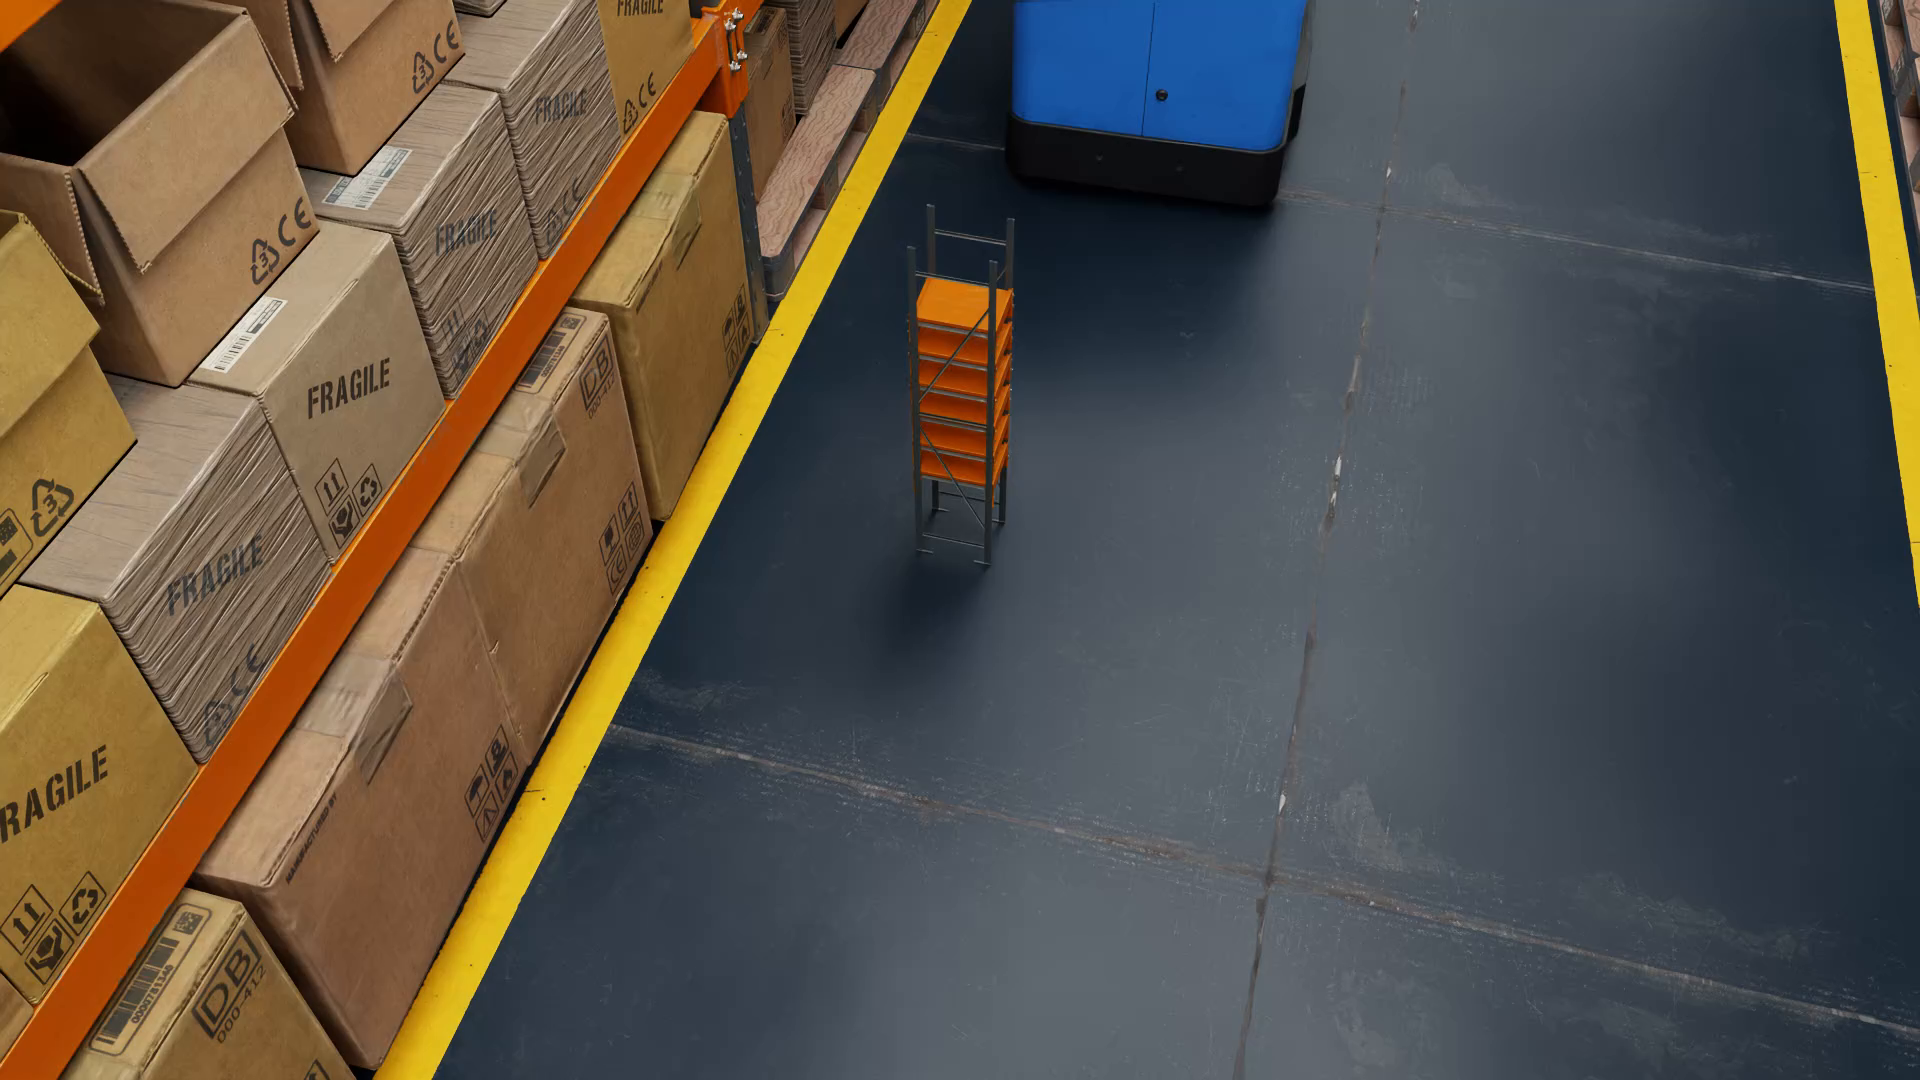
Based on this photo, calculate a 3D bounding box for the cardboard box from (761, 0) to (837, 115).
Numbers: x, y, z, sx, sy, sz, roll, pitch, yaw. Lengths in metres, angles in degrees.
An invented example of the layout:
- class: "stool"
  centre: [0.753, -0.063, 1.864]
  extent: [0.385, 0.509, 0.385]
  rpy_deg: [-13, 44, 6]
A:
- class: "cardboard box"
  centre: [-0.885, -2.026, 6.411]
  extent: [0.700, 0.500, 0.500]
  rpy_deg: [8, 49, 7]

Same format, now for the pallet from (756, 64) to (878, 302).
- class: "pallet"
  centre: [-0.969, -1.457, 6.395]
  extent: [1.003, 0.211, 1.213]
  rpy_deg: [12, 50, 10]

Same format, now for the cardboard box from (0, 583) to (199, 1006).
- class: "cardboard box"
  centre: [-1.735, 0.398, 2.831]
  extent: [0.500, 0.500, 0.500]
  rpy_deg: [12, 50, 10]

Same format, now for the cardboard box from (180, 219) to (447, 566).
- class: "cardboard box"
  centre: [-1.472, -0.339, 3.481]
  extent: [0.500, 0.500, 0.500]
  rpy_deg: [12, 50, 11]

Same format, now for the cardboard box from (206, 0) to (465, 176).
- class: "cardboard box"
  centre: [-1.558, -1.183, 3.558]
  extent: [0.797, 0.503, 0.637]
  rpy_deg: [13, 50, 11]

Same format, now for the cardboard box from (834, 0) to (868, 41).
- class: "cardboard box"
  centre: [-0.743, -2.437, 6.774]
  extent: [0.700, 0.500, 0.500]
  rpy_deg: [15, 50, 13]

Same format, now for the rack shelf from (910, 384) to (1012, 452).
- class: "rack shelf"
  centre: [0.004, -0.378, 4.843]
  extent: [0.258, 0.103, 0.180]
  rpy_deg: [12, 50, 10]

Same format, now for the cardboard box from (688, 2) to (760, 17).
- class: "cardboard box"
  centre: [-1.029, -1.872, 5.775]
  extent: [0.500, 0.250, 0.500]
  rpy_deg: [13, 50, 12]

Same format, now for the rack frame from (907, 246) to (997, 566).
- class: "rack frame"
  centre: [-0.020, -0.341, 4.751]
  extent: [0.240, 1.200, 0.006]
  rpy_deg: [12, 50, 10]

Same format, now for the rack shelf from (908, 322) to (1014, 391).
- class: "rack shelf"
  centre: [0.004, -0.537, 4.663]
  extent: [0.258, 0.103, 0.180]
  rpy_deg: [12, 50, 10]

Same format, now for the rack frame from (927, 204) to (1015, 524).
- class: "rack frame"
  centre: [0.028, -0.474, 4.868]
  extent: [0.240, 1.200, 0.006]
  rpy_deg: [12, 50, 10]

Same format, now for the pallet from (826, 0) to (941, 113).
- class: "pallet"
  centre: [-0.646, -2.337, 7.172]
  extent: [1.003, 0.211, 1.213]
  rpy_deg: [12, 50, 10]

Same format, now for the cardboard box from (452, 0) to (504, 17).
- class: "cardboard box"
  centre: [-1.384, -1.654, 3.974]
  extent: [0.797, 0.503, 0.637]
  rpy_deg: [13, 50, 11]

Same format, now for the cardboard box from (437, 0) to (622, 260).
- class: "cardboard box"
  centre: [-1.204, -1.083, 4.138]
  extent: [0.500, 0.500, 0.500]
  rpy_deg: [11, 50, 10]

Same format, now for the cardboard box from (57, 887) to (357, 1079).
- class: "cardboard box"
  centre: [-2.080, 1.176, 3.349]
  extent: [1.225, 0.875, 0.875]
  rpy_deg: [12, 50, 10]

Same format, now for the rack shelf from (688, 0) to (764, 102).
- class: "rack shelf"
  centre: [-0.650, -3.023, 6.398]
  extent: [1.077, 0.370, 4.000]
  rpy_deg: [12, 50, 10]

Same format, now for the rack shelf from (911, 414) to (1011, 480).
- class: "rack shelf"
  centre: [0.004, -0.299, 4.933]
  extent: [0.258, 0.103, 0.180]
  rpy_deg: [12, 50, 10]

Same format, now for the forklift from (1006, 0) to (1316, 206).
- class: "forklift"
  centre: [1.003, -3.357, 6.258]
  extent: [1.130, 2.935, 3.031]
  rpy_deg: [10, 49, 8]

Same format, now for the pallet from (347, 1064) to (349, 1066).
- class: "pallet"
  centre: [-2.098, 1.428, 3.849]
  extent: [1.003, 0.211, 1.213]
  rpy_deg: [12, 50, 10]

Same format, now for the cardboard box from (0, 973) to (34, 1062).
- class: "cardboard box"
  centre: [-1.867, 0.762, 2.510]
  extent: [0.500, 0.500, 0.500]
  rpy_deg: [12, 50, 10]

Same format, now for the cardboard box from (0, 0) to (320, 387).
- class: "cardboard box"
  centre: [-1.728, -0.697, 3.129]
  extent: [0.797, 0.503, 0.637]
  rpy_deg: [13, 50, 11]

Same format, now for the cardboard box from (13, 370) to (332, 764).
- class: "cardboard box"
  centre: [-1.603, 0.036, 3.151]
  extent: [0.500, 0.500, 0.500]
  rpy_deg: [11, 49, 9]

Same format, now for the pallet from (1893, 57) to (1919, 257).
- class: "pallet"
  centre: [4.167, -1.347, 6.298]
  extent: [1.003, 0.211, 1.213]
  rpy_deg: [12, 50, 10]

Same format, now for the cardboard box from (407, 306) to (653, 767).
- class: "cardboard box"
  centre: [-1.620, -0.112, 4.486]
  extent: [1.225, 0.875, 0.875]
  rpy_deg: [12, 50, 10]

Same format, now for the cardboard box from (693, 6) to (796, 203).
- class: "cardboard box"
  centre: [-1.019, -1.622, 6.055]
  extent: [0.700, 0.500, 0.500]
  rpy_deg: [9, 49, 8]

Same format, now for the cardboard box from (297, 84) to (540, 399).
- class: "cardboard box"
  centre: [-1.337, -0.706, 3.806]
  extent: [0.500, 0.500, 0.500]
  rpy_deg: [10, 49, 9]

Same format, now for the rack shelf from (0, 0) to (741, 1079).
- class: "rack shelf"
  centre: [-1.702, -0.130, 3.844]
  extent: [1.077, 0.370, 4.000]
  rpy_deg: [12, 50, 10]

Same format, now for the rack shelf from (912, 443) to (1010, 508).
- class: "rack shelf"
  centre: [0.004, -0.219, 5.023]
  extent: [0.258, 0.103, 0.180]
  rpy_deg: [12, 50, 10]

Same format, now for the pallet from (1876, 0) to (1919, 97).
- class: "pallet"
  centre: [4.486, -2.232, 7.079]
  extent: [1.003, 0.211, 1.213]
  rpy_deg: [12, 50, 10]

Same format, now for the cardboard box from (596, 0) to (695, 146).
- class: "cardboard box"
  centre: [-1.067, -1.442, 4.455]
  extent: [0.500, 0.500, 0.500]
  rpy_deg: [13, 50, 11]

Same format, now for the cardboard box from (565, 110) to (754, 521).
- class: "cardboard box"
  centre: [-1.378, -0.756, 5.053]
  extent: [1.225, 0.875, 0.875]
  rpy_deg: [9, 49, 8]

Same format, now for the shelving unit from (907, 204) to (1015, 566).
- class: "shelving unit"
  centre: [0.004, -0.407, 4.809]
  extent: [0.258, 1.200, 0.189]
  rpy_deg: [12, 50, 10]

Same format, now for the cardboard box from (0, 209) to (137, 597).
- class: "cardboard box"
  centre: [-1.877, -0.244, 2.729]
  extent: [0.797, 0.503, 0.637]
  rpy_deg: [12, 50, 10]

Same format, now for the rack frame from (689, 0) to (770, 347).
- class: "rack frame"
  centre: [-1.176, -1.815, 4.851]
  extent: [1.000, 3.000, 0.127]
  rpy_deg: [12, 50, 10]

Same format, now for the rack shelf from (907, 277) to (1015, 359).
- class: "rack shelf"
  centre: [0.004, -0.616, 4.573]
  extent: [0.258, 0.103, 0.180]
  rpy_deg: [12, 50, 10]

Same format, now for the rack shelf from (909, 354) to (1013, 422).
- class: "rack shelf"
  centre: [0.004, -0.458, 4.753]
  extent: [0.258, 0.103, 0.180]
  rpy_deg: [12, 50, 10]

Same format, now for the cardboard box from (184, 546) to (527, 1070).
- class: "cardboard box"
  centre: [-1.845, 0.529, 3.919]
  extent: [1.225, 0.875, 0.875]
  rpy_deg: [10, 49, 9]
